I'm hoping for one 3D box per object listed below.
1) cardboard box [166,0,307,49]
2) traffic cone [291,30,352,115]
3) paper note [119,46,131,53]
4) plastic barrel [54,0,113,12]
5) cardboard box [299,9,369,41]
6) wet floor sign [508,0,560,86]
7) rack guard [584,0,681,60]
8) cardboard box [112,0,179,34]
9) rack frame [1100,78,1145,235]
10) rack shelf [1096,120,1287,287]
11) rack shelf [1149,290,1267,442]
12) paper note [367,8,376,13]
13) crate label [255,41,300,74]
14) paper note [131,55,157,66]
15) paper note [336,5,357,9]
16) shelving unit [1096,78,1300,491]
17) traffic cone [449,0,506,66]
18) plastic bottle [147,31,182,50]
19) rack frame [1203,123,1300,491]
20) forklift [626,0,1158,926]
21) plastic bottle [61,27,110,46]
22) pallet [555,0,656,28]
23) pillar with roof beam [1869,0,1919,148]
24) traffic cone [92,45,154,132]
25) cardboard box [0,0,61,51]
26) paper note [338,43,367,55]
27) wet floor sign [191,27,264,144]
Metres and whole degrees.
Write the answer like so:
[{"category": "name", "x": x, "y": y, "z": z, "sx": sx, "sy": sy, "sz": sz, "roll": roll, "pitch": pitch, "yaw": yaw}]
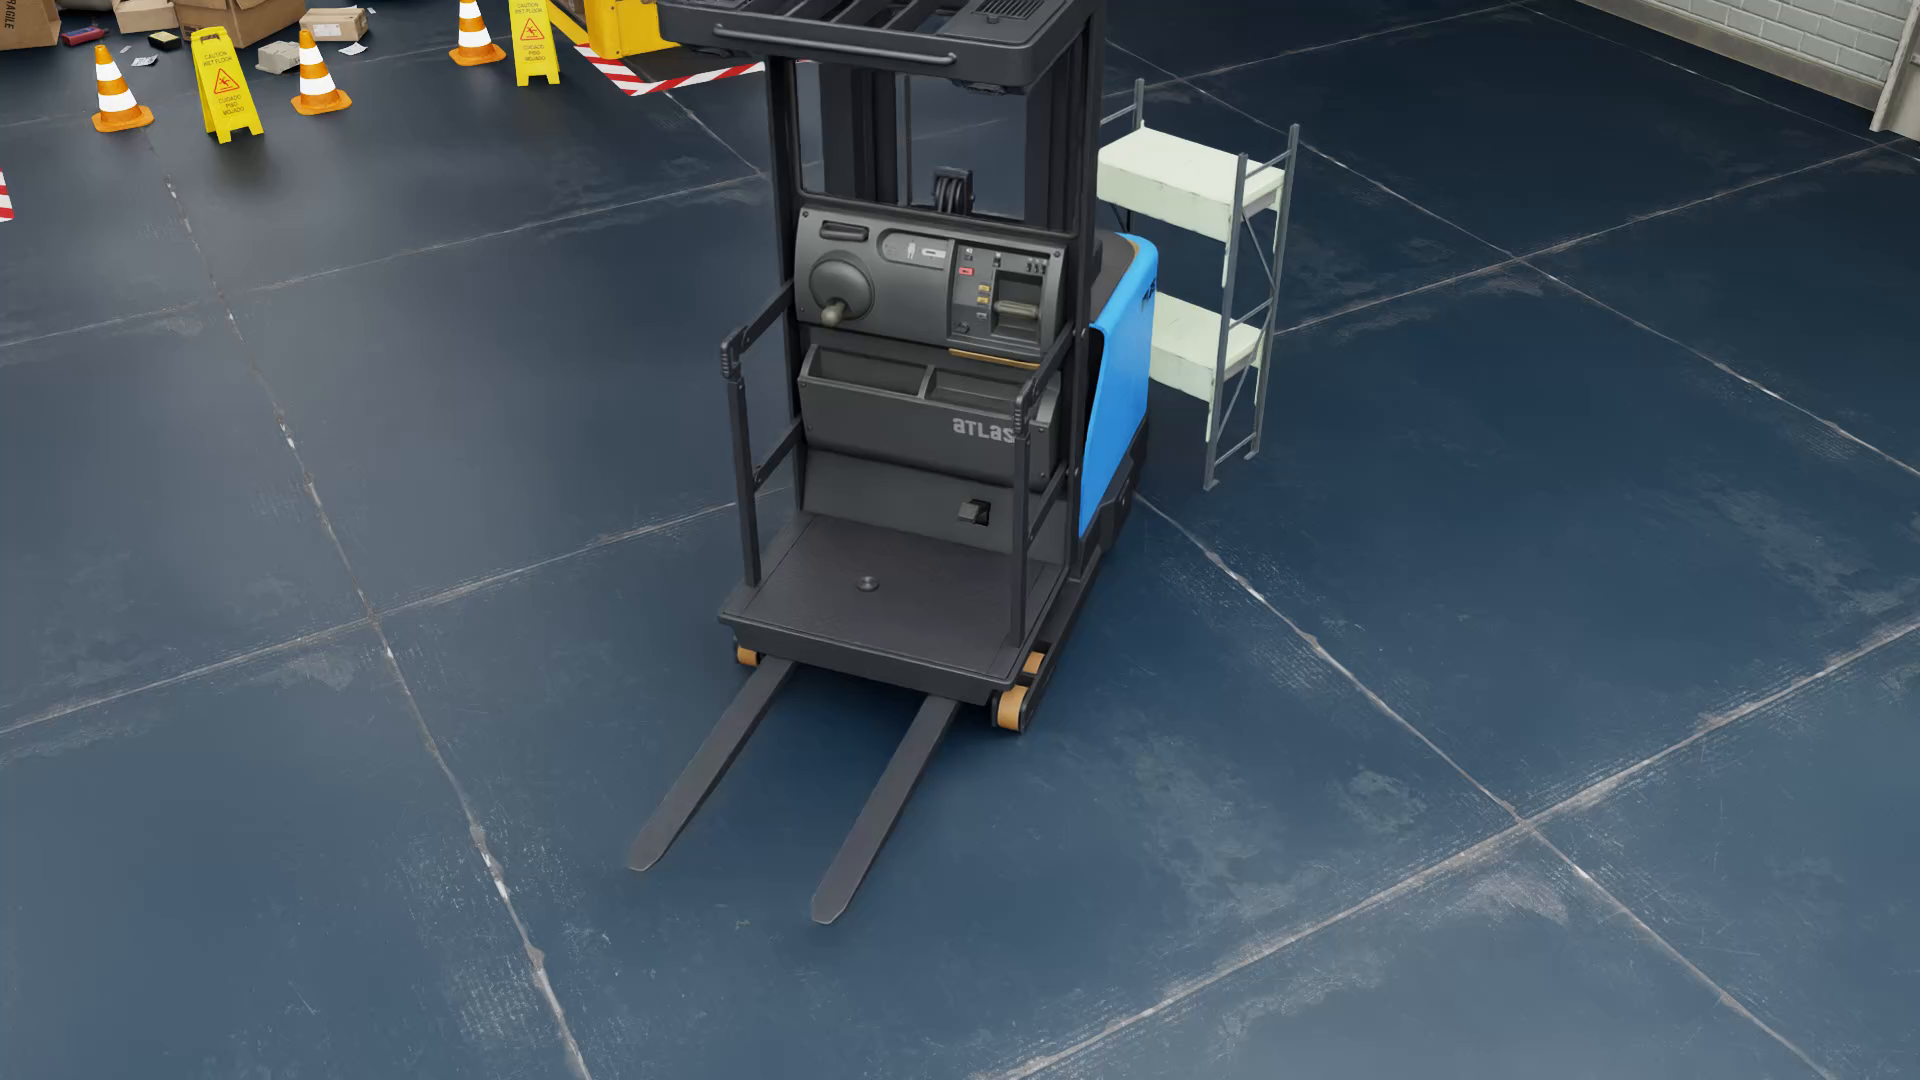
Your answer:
[{"category": "cardboard box", "x": -4.996, "y": -3.782, "z": 11.502, "sx": 0.637, "sy": 0.503, "sz": 0.797, "roll": 12, "pitch": 38, "yaw": 16}, {"category": "traffic cone", "x": -4.045, "y": -2.955, "z": 10.404, "sx": 0.336, "sy": 0.463, "sz": 0.334, "roll": -19, "pitch": 40, "yaw": -24}, {"category": "paper note", "x": -5.678, "y": -3.338, "z": 11.312, "sx": 0.032, "sy": 0.001, "sz": 0.123, "roll": 0, "pitch": 36, "yaw": 0}, {"category": "plastic barrel", "x": -6.267, "y": -4.002, "z": 11.871, "sx": 0.512, "sy": 0.421, "sz": 0.421, "roll": 6, "pitch": 37, "yaw": 8}, {"category": "cardboard box", "x": -4.329, "y": -3.563, "z": 11.502, "sx": 0.380, "sy": 0.149, "sz": 0.250, "roll": 0, "pitch": 36, "yaw": 0}, {"category": "wet floor sign", "x": -2.754, "y": -3.280, "z": 10.694, "sx": 0.267, "sy": 0.644, "sz": 0.232, "roll": -6, "pitch": 37, "yaw": -8}, {"category": "rack guard", "x": -1.963, "y": -3.674, "z": 11.357, "sx": 1.175, "sy": 0.500, "sz": 0.348, "roll": -19, "pitch": 40, "yaw": -24}, {"category": "cardboard box", "x": -5.707, "y": -3.732, "z": 11.634, "sx": 0.396, "sy": 0.266, "sz": 0.258, "roll": -12, "pitch": 38, "yaw": -16}, {"category": "rack frame", "x": 0.614, "y": -1.188, "z": 7.105, "sx": 0.023, "sy": 1.500, "sz": 0.400, "roll": 27, "pitch": 44, "yaw": 32}, {"category": "rack shelf", "x": 0.891, "y": -1.363, "z": 6.682, "sx": 0.720, "sy": 0.370, "sz": 0.431, "roll": 27, "pitch": 44, "yaw": 32}, {"category": "rack shelf", "x": 0.891, "y": -0.784, "z": 7.105, "sx": 0.720, "sy": 0.370, "sz": 0.431, "roll": 27, "pitch": 44, "yaw": 32}, {"category": "paper note", "x": -4.231, "y": -3.807, "z": 11.954, "sx": 0.032, "sy": 0.001, "sz": 0.123, "roll": -19, "pitch": 40, "yaw": -24}, {"category": "crate label", "x": -4.493, "y": -3.206, "z": 11.024, "sx": 0.298, "sy": 0.136, "sz": 0.250, "roll": 19, "pitch": 40, "yaw": 24}, {"category": "paper note", "x": -5.453, "y": -3.208, "z": 11.118, "sx": 0.144, "sy": 0.017, "sz": 0.142, "roll": -6, "pitch": 37, "yaw": -8}, {"category": "paper note", "x": -4.418, "y": -3.811, "z": 11.952, "sx": 0.148, "sy": 0.019, "sz": 0.142, "roll": -6, "pitch": 37, "yaw": -8}, {"category": "shelving unit", "x": 0.891, "y": -1.047, "z": 6.912, "sx": 0.755, "sy": 1.500, "sz": 0.431, "roll": 27, "pitch": 44, "yaw": 32}, {"category": "traffic cone", "x": -3.256, "y": -3.458, "z": 11.092, "sx": 0.336, "sy": 0.463, "sz": 0.334, "roll": -19, "pitch": 40, "yaw": -24}, {"category": "plastic bottle", "x": -5.466, "y": -3.427, "z": 11.390, "sx": 0.283, "sy": 0.061, "sz": 0.133, "roll": 26, "pitch": 44, "yaw": 31}, {"category": "rack frame", "x": 1.169, "y": -0.906, "z": 6.719, "sx": 0.023, "sy": 1.500, "sz": 0.400, "roll": 27, "pitch": 44, "yaw": 32}, {"category": "forklift", "x": -0.182, "y": -0.790, "z": 5.346, "sx": 1.130, "sy": 2.935, "sz": 3.031, "roll": 12, "pitch": 38, "yaw": 16}, {"category": "plastic bottle", "x": -6.028, "y": -3.483, "z": 11.467, "sx": 0.133, "sy": 0.061, "sz": 0.283, "roll": 26, "pitch": 44, "yaw": 31}, {"category": "pallet", "x": -2.340, "y": -3.982, "z": 12.024, "sx": 1.003, "sy": 0.211, "sz": 1.213, "roll": -19, "pitch": 40, "yaw": -24}, {"category": "pillar with roof beam", "x": 2.087, "y": -4.827, "z": 5.729, "sx": 9.100, "sy": 9.000, "sz": 0.400, "roll": -19, "pitch": 40, "yaw": -24}, {"category": "traffic cone", "x": -5.193, "y": -2.794, "z": 10.183, "sx": 0.336, "sy": 0.463, "sz": 0.334, "roll": -19, "pitch": 40, "yaw": -24}, {"category": "cardboard box", "x": -6.496, "y": -3.671, "z": 11.350, "sx": 0.500, "sy": 0.500, "sz": 0.500, "roll": -12, "pitch": 38, "yaw": -16}, {"category": "paper note", "x": -4.121, "y": -3.338, "z": 11.295, "sx": 0.142, "sy": 0.019, "sz": 0.148, "roll": 26, "pitch": 44, "yaw": 31}, {"category": "wet floor sign", "x": -4.427, "y": -2.748, "z": 9.965, "sx": 0.267, "sy": 0.644, "sz": 0.232, "roll": -26, "pitch": 44, "yaw": -31}]
